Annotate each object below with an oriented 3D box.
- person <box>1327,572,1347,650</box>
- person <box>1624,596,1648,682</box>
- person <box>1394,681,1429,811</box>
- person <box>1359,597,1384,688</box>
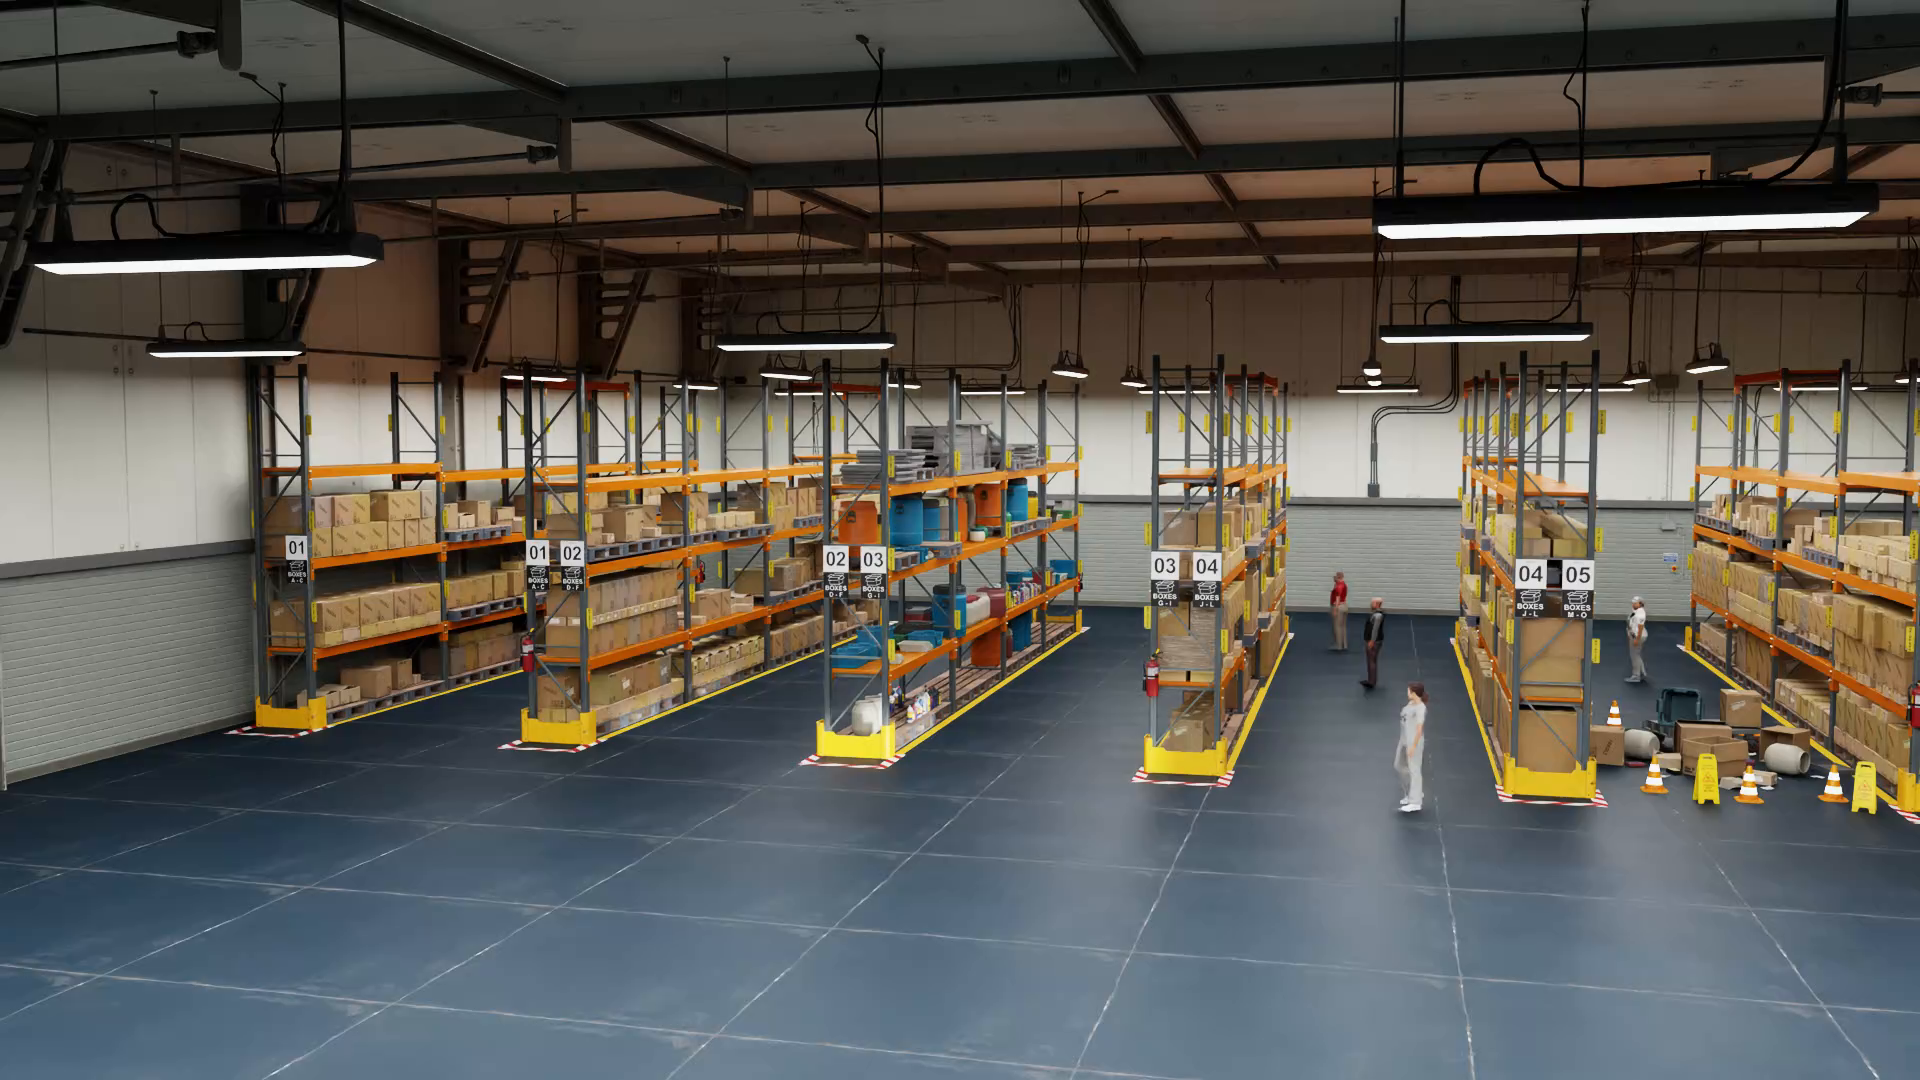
[{"bbox_3d":[8.429,1.572,37.070,0.391,1.722,0.621,2,4,28],"label":"person"},{"bbox_3d":[13.220,1.942,32.496,0.400,1.693,0.548,2,5,32],"label":"person"},{"bbox_3d":[5.875,2.672,21.697,0.422,1.699,0.567,-1,4,-12],"label":"person"},{"bbox_3d":[7.858,1.950,31.804,0.515,1.726,0.545,2,4,25],"label":"person"}]
